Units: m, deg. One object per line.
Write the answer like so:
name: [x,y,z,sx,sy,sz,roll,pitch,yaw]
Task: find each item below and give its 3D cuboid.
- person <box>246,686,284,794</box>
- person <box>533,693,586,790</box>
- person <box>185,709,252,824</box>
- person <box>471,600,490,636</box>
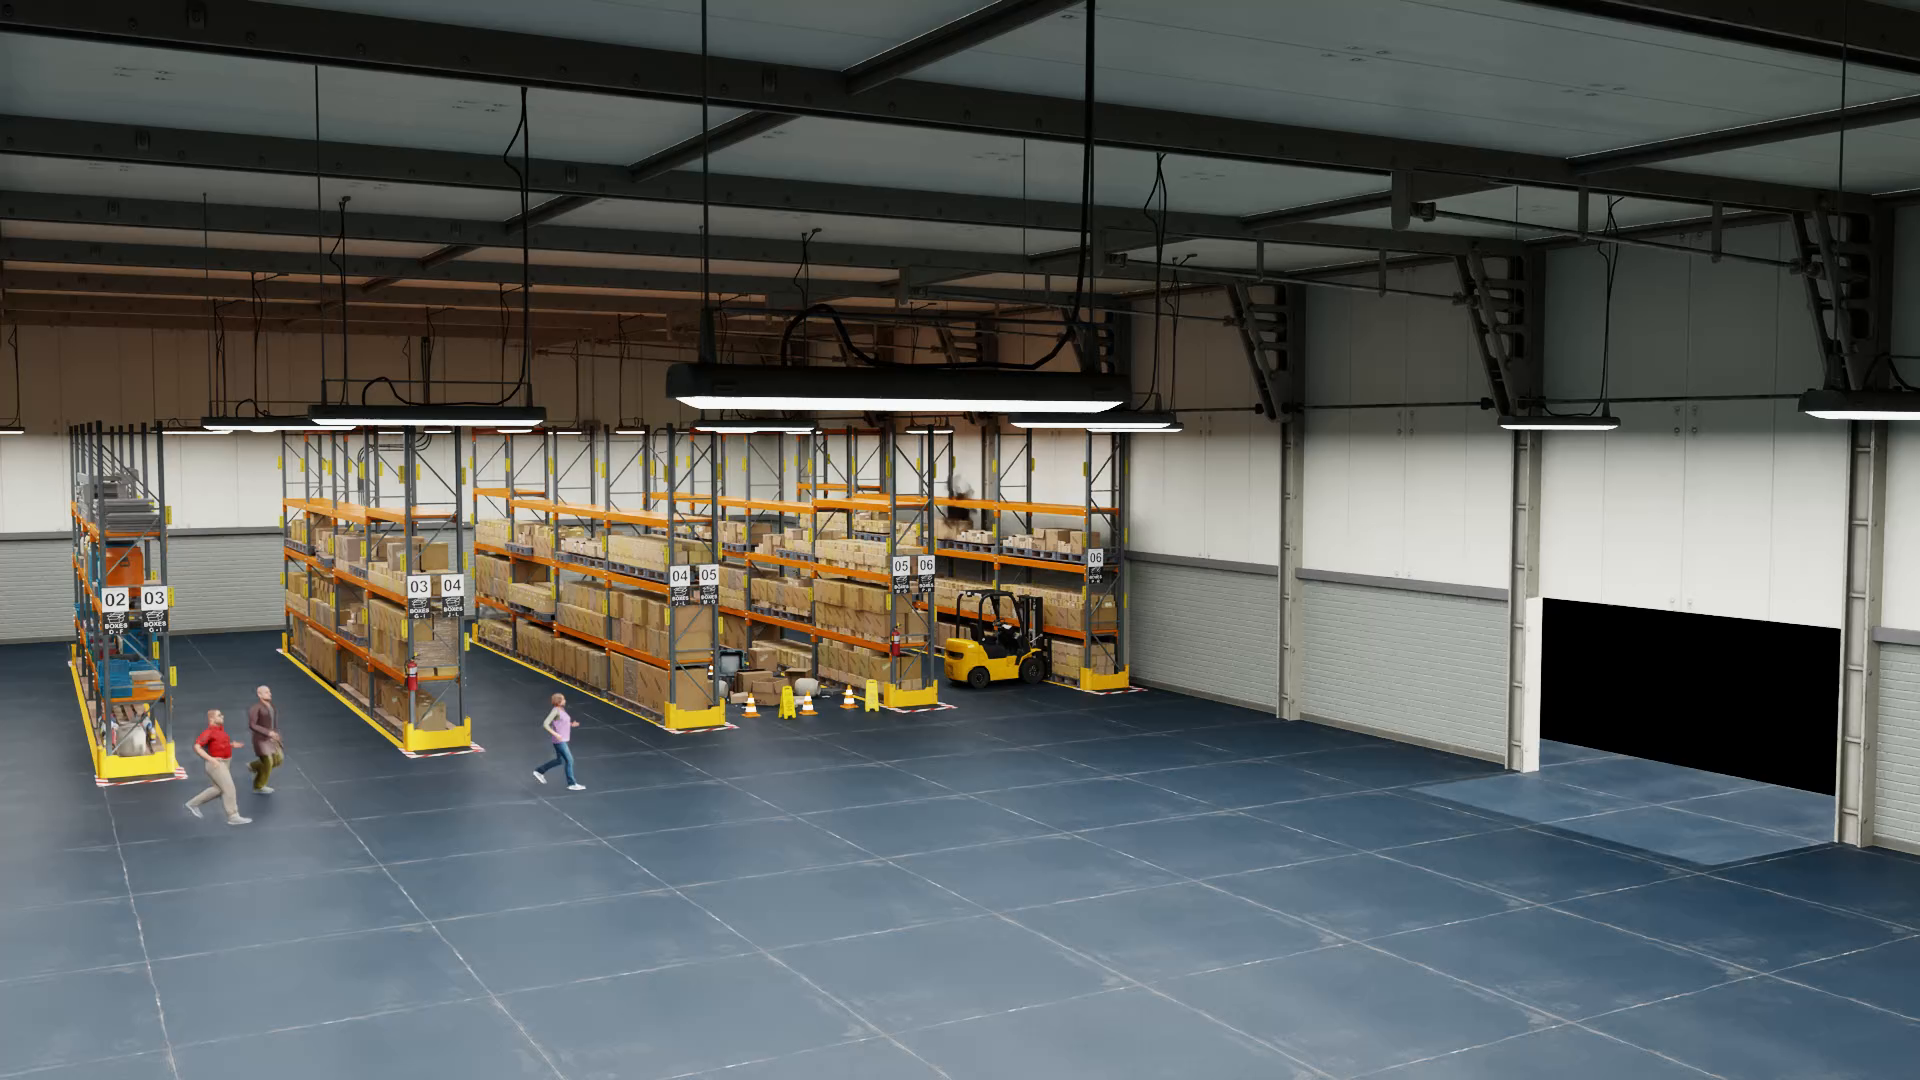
person: [-11.178,3.204,26.735,0.709,1.736,0.729,1,4,10]
person: [-6.493,3.257,26.883,0.864,1.575,0.544,0,4,-1]
person: [-10.944,3.340,24.508,0.933,1.700,0.672,-1,4,-10]
person: [-13.671,1.907,47.706,0.756,1.731,0.677,-3,5,-42]
